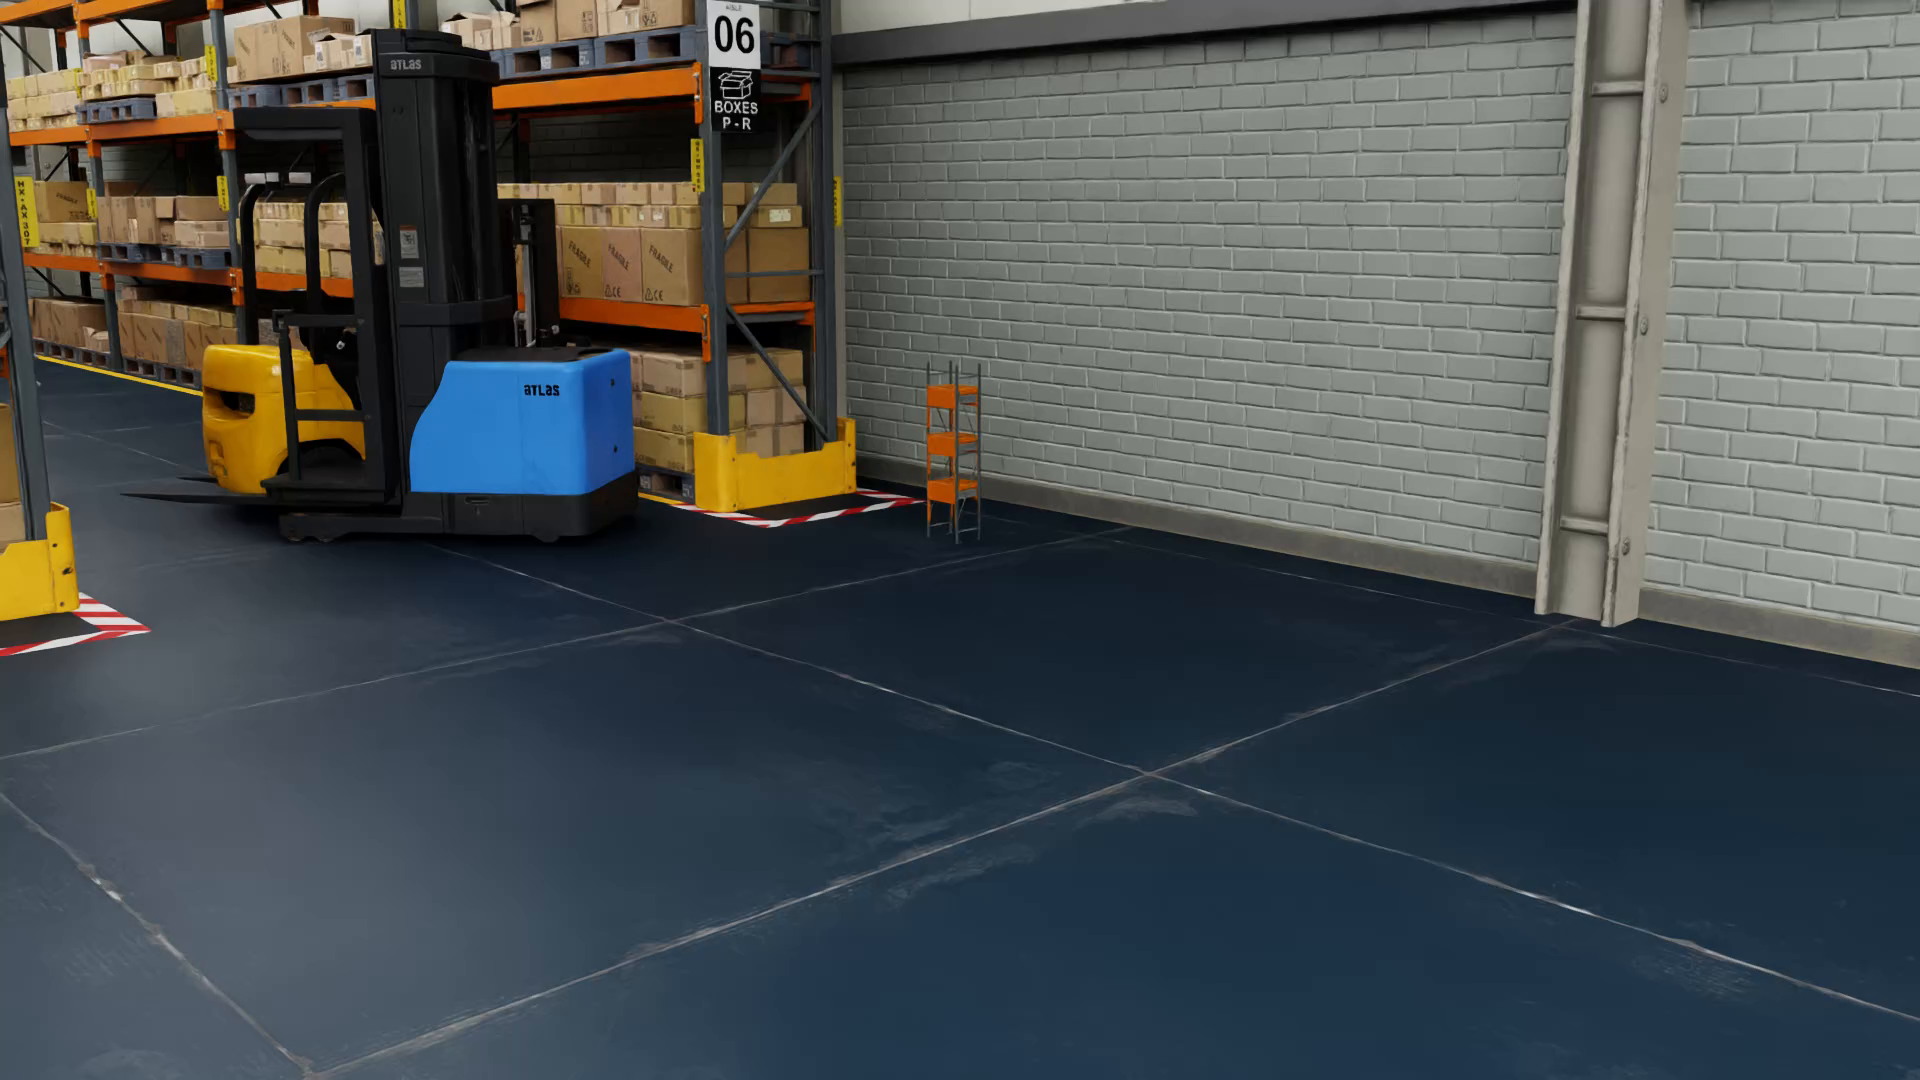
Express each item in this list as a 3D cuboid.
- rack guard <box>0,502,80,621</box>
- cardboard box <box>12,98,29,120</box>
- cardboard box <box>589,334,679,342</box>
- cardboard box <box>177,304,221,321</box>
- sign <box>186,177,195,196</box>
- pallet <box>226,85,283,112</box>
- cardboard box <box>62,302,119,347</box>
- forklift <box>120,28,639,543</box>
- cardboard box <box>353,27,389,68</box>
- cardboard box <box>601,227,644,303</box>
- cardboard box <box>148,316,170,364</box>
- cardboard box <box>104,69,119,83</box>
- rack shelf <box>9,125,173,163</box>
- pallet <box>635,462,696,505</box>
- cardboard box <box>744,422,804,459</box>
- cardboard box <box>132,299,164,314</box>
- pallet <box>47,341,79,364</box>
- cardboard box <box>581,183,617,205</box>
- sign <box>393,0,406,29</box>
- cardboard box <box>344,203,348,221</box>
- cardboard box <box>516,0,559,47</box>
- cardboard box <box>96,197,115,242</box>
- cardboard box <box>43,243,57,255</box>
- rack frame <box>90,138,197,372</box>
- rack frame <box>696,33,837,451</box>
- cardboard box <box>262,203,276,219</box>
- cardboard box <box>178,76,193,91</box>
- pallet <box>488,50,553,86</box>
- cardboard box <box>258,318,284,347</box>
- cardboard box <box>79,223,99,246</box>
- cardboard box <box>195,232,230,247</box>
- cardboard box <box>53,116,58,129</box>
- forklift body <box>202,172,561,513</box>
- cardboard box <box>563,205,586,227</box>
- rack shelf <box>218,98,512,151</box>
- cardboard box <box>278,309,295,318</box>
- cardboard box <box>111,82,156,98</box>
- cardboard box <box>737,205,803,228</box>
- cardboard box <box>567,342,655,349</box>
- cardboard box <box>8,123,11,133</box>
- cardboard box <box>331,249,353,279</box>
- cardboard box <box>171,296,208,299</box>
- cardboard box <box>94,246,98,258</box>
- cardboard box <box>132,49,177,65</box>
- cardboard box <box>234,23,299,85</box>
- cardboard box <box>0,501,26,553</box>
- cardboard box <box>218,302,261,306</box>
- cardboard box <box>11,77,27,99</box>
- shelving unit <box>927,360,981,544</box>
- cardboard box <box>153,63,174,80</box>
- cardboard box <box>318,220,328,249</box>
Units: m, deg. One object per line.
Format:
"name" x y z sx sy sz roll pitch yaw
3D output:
"rack guard" -4.889 0.154 7.925 1.175 0.500 0.348 -11 16 -43
"cardboard box" -11.479 -5.377 20.779 0.500 0.250 0.500 11 16 43
"cardboard box" -2.478 -1.419 12.662 0.500 0.250 0.500 -11 16 -44
"cardboard box" -8.193 -2.452 17.927 0.250 0.149 0.380 11 16 42
"sign" -9.137 -4.148 19.741 0.100 0.325 0.005 -11 16 -43
"pallet" -6.240 -4.209 15.942 1.213 0.211 1.003 -10 15 -40
"cardboard box" -10.665 -2.684 20.658 0.500 0.500 0.700 11 16 43
"forklift" -3.602 -1.528 10.062 3.031 2.935 1.130 1 12 7
"cardboard box" -4.687 -4.087 13.814 0.500 0.311 0.500 11 16 43
"cardboard box" -2.130 -1.913 11.514 0.500 0.500 0.500 -10 15 -41
"cardboard box" -8.648 -2.232 18.467 0.500 0.500 0.500 11 16 43
"cardboard box" -9.070 -5.039 18.098 0.380 0.149 0.250 -11 16 -43
"rack shelf" -10.917 -4.911 20.666 1.077 0.370 4.000 -11 16 -43
"pallet" -1.807 -0.492 11.774 1.003 0.211 1.213 -11 16 -43
"cardboard box" -1.447 -0.709 11.694 0.500 0.250 0.500 -11 16 -42
"cardboard box" -9.233 -2.683 19.046 0.250 0.149 0.380 11 16 44
"pallet" -10.856 -2.415 21.112 1.003 0.211 1.213 -11 16 -43
"cardboard box" -2.420 -2.422 11.641 0.380 0.149 0.250 -10 16 -41
"sign" -4.397 -4.135 13.052 0.100 0.325 0.005 -11 16 -43
"cardboard box" -5.143 -2.866 14.533 0.250 0.149 0.380 11 16 44
"cardboard box" -2.742 -3.811 11.996 0.797 0.503 0.637 -10 15 -41
"cardboard box" -9.364 -3.656 18.933 0.700 0.500 0.500 -10 16 -41
"cardboard box" -11.219 -3.647 20.801 0.380 0.149 0.250 -10 16 -41
"rack frame" -9.536 -3.503 19.479 1.000 3.000 0.127 -11 16 -43
"rack frame" -1.249 -1.751 10.979 1.000 3.000 0.127 -11 16 -43
"cardboard box" -6.385 -3.125 15.792 0.380 0.149 0.250 -10 16 -41
"cardboard box" -7.724 -4.641 16.953 0.380 0.149 0.250 -11 16 -43
"pallet" -3.403 -3.640 12.932 1.003 0.211 1.213 -11 16 -43
"cardboard box" -6.353 -1.869 16.392 0.875 0.625 0.625 -10 15 -41
"cardboard box" -10.064 -3.615 19.660 0.500 0.250 0.500 -10 16 -41
"cardboard box" -7.505 -3.044 16.835 0.380 0.149 0.250 -11 16 -42
"cardboard box" -10.674 -5.016 20.015 0.380 0.149 0.250 -10 15 -41
"forklift body" -3.878 -1.358 11.174 2.313 2.155 1.214 -11 16 -43
"cardboard box" -2.595 -2.313 11.852 0.380 0.149 0.250 -11 16 -42
"rack shelf" -5.392 -3.744 14.999 1.077 0.370 4.000 -11 16 -43
"cardboard box" -6.908 -2.338 17.371 0.380 0.149 0.250 -10 15 -40
"cardboard box" -8.910 -4.856 17.947 0.380 0.149 0.250 -11 16 -43
"cardboard box" -1.296 -2.204 11.319 0.250 0.149 0.380 11 16 44
"cardboard box" -2.505 -1.270 11.937 0.500 0.250 0.500 -11 16 -42
"cardboard box" -12.046 -5.319 21.485 0.380 0.149 0.250 -11 16 -42
"cardboard box" -5.220 -2.448 14.732 0.500 0.250 0.500 -11 16 -42
"cardboard box" -9.073 -2.788 19.558 0.250 0.149 0.380 11 16 43
"cardboard box" -9.939 -3.391 19.560 0.380 0.149 0.250 -11 16 -42
"cardboard box" -9.068 -5.383 18.743 0.396 0.266 0.258 -11 16 -43
"cardboard box" -6.450 -4.552 15.603 0.500 0.500 0.500 -11 16 -42
"cardboard box" -5.193 -0.074 8.613 0.500 0.250 0.500 -11 16 -43
"cardboard box" -7.996 -2.564 18.470 0.250 0.149 0.380 11 16 43
"cardboard box" -11.479 -5.625 20.741 0.500 0.250 0.500 -11 16 -43
"shelving unit" -0.037 -0.522 9.843 0.215 1.050 0.252 -11 16 -43
"cardboard box" -8.121 -4.854 17.251 0.380 0.149 0.250 -11 16 -42
"cardboard box" -5.579 -2.768 15.048 0.500 0.250 0.500 -11 16 -42
